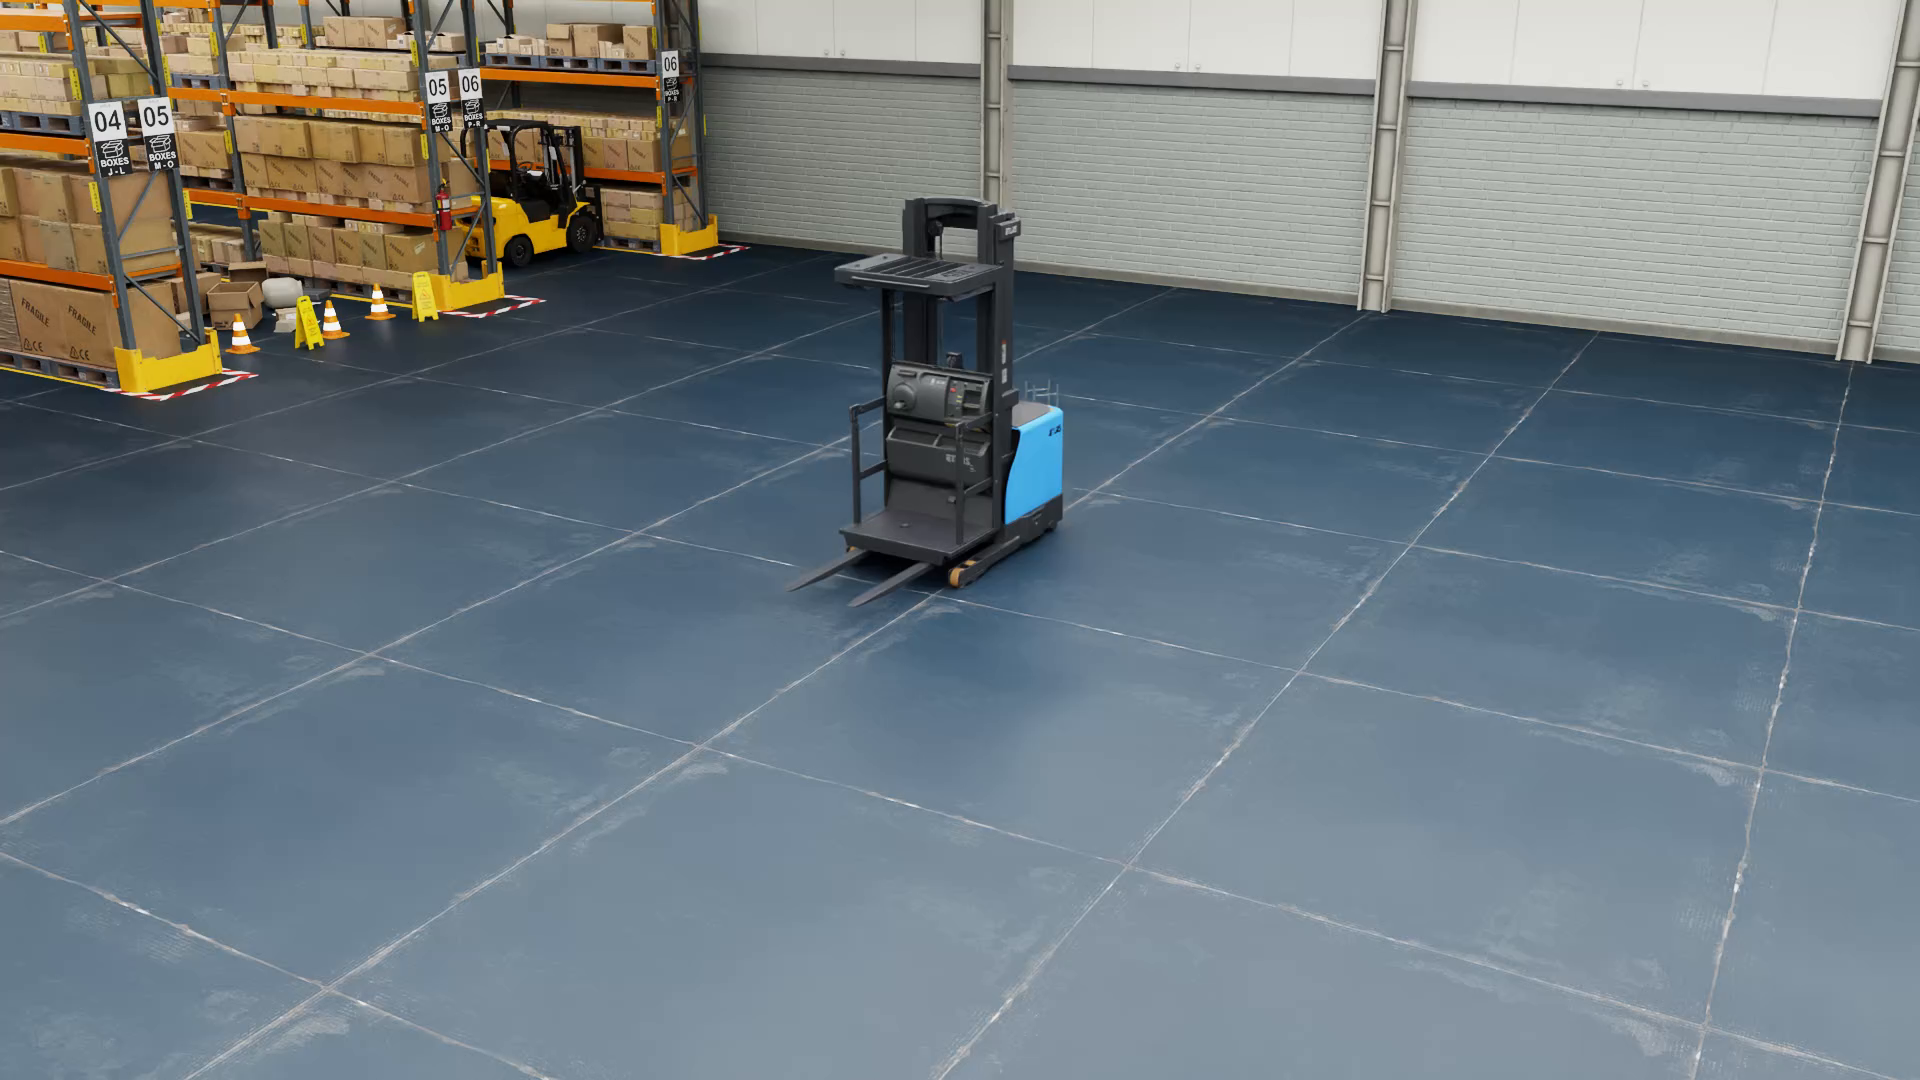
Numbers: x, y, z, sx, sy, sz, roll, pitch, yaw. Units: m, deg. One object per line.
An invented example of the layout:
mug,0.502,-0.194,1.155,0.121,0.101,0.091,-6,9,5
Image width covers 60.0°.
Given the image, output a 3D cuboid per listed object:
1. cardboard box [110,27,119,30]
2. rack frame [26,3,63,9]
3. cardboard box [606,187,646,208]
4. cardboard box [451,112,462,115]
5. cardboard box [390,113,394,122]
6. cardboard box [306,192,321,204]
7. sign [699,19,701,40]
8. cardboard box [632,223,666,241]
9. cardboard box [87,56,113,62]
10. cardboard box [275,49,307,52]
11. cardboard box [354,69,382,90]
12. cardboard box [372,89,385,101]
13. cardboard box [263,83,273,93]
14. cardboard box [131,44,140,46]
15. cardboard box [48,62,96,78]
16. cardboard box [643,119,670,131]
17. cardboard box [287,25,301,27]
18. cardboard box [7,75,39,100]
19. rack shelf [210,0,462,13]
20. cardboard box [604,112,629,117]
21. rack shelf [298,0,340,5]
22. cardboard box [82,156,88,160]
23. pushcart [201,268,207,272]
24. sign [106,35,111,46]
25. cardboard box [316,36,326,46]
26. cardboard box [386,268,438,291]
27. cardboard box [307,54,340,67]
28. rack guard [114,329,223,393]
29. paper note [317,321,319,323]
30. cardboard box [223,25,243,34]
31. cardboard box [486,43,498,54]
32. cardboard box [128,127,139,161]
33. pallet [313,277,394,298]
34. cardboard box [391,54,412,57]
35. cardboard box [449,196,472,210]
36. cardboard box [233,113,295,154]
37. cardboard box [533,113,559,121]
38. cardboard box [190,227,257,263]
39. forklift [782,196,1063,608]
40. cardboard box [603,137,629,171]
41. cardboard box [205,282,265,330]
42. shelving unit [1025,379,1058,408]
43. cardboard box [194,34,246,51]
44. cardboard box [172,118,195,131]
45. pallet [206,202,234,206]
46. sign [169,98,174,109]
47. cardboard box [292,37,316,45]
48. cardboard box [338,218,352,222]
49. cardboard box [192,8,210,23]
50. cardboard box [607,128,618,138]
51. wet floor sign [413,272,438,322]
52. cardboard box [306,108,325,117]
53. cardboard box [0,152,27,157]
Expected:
cardboard box,-16.436,-10.143,32.581,0.500,0.250,0.500,11,23,28
rack frame,-18.484,-11.733,33.515,0.127,3.000,1.000,11,23,27
cardboard box,-5.518,-5.694,27.614,0.500,0.250,0.500,11,23,28
cardboard box,-8.869,-7.530,29.628,0.250,0.149,0.380,11,22,27
cardboard box,-9.959,-7.568,29.732,0.250,0.149,0.380,11,23,27
cardboard box,-9.194,-4.958,24.002,0.250,0.149,0.380,11,23,28
sign,-4.240,-8.275,26.982,0.005,0.325,0.100,11,23,27
cardboard box,-5.080,-5.141,27.556,0.500,0.250,0.500,11,23,28
cardboard box,-9.837,-5.430,18.972,0.250,0.149,0.380,10,22,27
cardboard box,-9.778,-7.098,24.334,0.250,0.149,0.380,10,22,26
cardboard box,-7.943,-6.346,22.847,0.500,0.250,0.500,10,22,27
cardboard box,-7.830,-6.128,22.830,0.250,0.149,0.380,12,23,29
cardboard box,-9.801,-6.538,23.960,0.250,0.149,0.380,11,23,27
cardboard box,-15.892,-9.601,32.403,0.250,0.149,0.380,12,23,29
cardboard box,-9.718,-5.150,18.201,0.250,0.149,0.380,11,23,28
cardboard box,-4.931,-6.741,27.016,0.250,0.149,0.380,11,23,27
cardboard box,-12.367,-9.515,30.997,0.250,0.149,0.380,12,23,29
cardboard box,-10.259,-5.089,18.619,0.500,0.250,0.500,11,23,27
rack shelf,-8.679,-7.587,23.145,4.000,0.370,1.077,11,23,27
cardboard box,-5.786,-7.112,28.038,0.250,0.149,0.380,10,22,26
rack shelf,-13.246,-10.209,30.955,4.000,0.370,1.077,11,23,27
cardboard box,-13.724,-6.074,26.465,0.250,0.149,0.380,9,22,24
pushcart,-11.493,-3.520,23.514,0.936,0.377,1.648,3,20,9
sign,-13.651,-7.919,26.640,0.005,0.325,0.100,11,23,27
cardboard box,-11.343,-8.979,29.901,0.250,0.166,0.380,11,23,27
cardboard box,-7.791,-3.737,23.686,0.500,0.250,0.500,11,23,27
cardboard box,-8.912,-6.723,23.300,0.250,0.149,0.380,11,23,28
rack guard,-9.238,-2.105,19.434,0.348,0.500,1.175,11,23,27
paper note,-8.729,-2.943,22.434,0.142,0.019,0.148,3,20,9
cardboard box,-13.572,-9.505,30.942,0.250,0.149,0.380,11,23,28
cardboard box,-7.764,-8.289,28.024,0.250,0.149,0.380,11,23,28
cardboard box,-12.712,-6.174,25.788,0.500,0.500,0.500,11,23,28
pallet,-8.752,-3.825,24.600,1.213,0.211,1.003,11,23,27
cardboard box,-7.743,-6.722,23.297,0.250,0.149,0.380,11,23,27
cardboard box,-7.129,-4.774,23.496,0.250,0.149,0.380,11,23,28
cardboard box,-10.147,-5.958,24.343,0.500,0.500,0.700,11,22,27
cardboard box,-6.960,-7.103,28.014,0.250,0.149,0.380,10,22,26
cardboard box,-11.514,-4.606,25.903,0.625,0.372,0.950,12,23,31
forklift,-0.287,-1.171,13.296,1.130,2.935,3.031,12,23,29
cardboard box,-5.522,-6.392,27.441,0.500,0.500,0.500,12,23,29
cardboard box,-9.701,-3.139,22.281,0.637,0.503,0.797,-4,20,-10
shelving unit,0.722,-0.823,14.874,0.258,1.200,0.189,-7,21,-19
cardboard box,-11.180,-7.508,25.136,0.500,0.250,0.500,10,22,26
cardboard box,-11.797,-6.287,25.149,0.250,0.149,0.380,10,22,25
pallet,-14.263,-6.813,32.838,1.213,0.211,1.003,11,23,27
sign,-15.250,-8.492,32.108,0.005,0.325,0.100,11,23,27
cardboard box,-11.927,-9.097,30.282,0.250,0.149,0.380,11,23,28
cardboard box,-8.887,-4.510,24.715,0.500,0.500,0.500,12,23,30
cardboard box,-14.444,-10.054,31.848,0.258,0.266,0.396,11,23,27
cardboard box,-5.600,-6.718,27.389,0.250,0.149,0.380,11,22,27
wet floor sign,-7.289,-3.317,22.564,0.267,0.644,0.232,-16,26,-38
cardboard box,-11.873,-7.959,31.146,0.500,0.500,0.500,12,23,30
cardboard box,-11.909,-4.399,20.289,0.550,0.550,0.875,11,23,27
